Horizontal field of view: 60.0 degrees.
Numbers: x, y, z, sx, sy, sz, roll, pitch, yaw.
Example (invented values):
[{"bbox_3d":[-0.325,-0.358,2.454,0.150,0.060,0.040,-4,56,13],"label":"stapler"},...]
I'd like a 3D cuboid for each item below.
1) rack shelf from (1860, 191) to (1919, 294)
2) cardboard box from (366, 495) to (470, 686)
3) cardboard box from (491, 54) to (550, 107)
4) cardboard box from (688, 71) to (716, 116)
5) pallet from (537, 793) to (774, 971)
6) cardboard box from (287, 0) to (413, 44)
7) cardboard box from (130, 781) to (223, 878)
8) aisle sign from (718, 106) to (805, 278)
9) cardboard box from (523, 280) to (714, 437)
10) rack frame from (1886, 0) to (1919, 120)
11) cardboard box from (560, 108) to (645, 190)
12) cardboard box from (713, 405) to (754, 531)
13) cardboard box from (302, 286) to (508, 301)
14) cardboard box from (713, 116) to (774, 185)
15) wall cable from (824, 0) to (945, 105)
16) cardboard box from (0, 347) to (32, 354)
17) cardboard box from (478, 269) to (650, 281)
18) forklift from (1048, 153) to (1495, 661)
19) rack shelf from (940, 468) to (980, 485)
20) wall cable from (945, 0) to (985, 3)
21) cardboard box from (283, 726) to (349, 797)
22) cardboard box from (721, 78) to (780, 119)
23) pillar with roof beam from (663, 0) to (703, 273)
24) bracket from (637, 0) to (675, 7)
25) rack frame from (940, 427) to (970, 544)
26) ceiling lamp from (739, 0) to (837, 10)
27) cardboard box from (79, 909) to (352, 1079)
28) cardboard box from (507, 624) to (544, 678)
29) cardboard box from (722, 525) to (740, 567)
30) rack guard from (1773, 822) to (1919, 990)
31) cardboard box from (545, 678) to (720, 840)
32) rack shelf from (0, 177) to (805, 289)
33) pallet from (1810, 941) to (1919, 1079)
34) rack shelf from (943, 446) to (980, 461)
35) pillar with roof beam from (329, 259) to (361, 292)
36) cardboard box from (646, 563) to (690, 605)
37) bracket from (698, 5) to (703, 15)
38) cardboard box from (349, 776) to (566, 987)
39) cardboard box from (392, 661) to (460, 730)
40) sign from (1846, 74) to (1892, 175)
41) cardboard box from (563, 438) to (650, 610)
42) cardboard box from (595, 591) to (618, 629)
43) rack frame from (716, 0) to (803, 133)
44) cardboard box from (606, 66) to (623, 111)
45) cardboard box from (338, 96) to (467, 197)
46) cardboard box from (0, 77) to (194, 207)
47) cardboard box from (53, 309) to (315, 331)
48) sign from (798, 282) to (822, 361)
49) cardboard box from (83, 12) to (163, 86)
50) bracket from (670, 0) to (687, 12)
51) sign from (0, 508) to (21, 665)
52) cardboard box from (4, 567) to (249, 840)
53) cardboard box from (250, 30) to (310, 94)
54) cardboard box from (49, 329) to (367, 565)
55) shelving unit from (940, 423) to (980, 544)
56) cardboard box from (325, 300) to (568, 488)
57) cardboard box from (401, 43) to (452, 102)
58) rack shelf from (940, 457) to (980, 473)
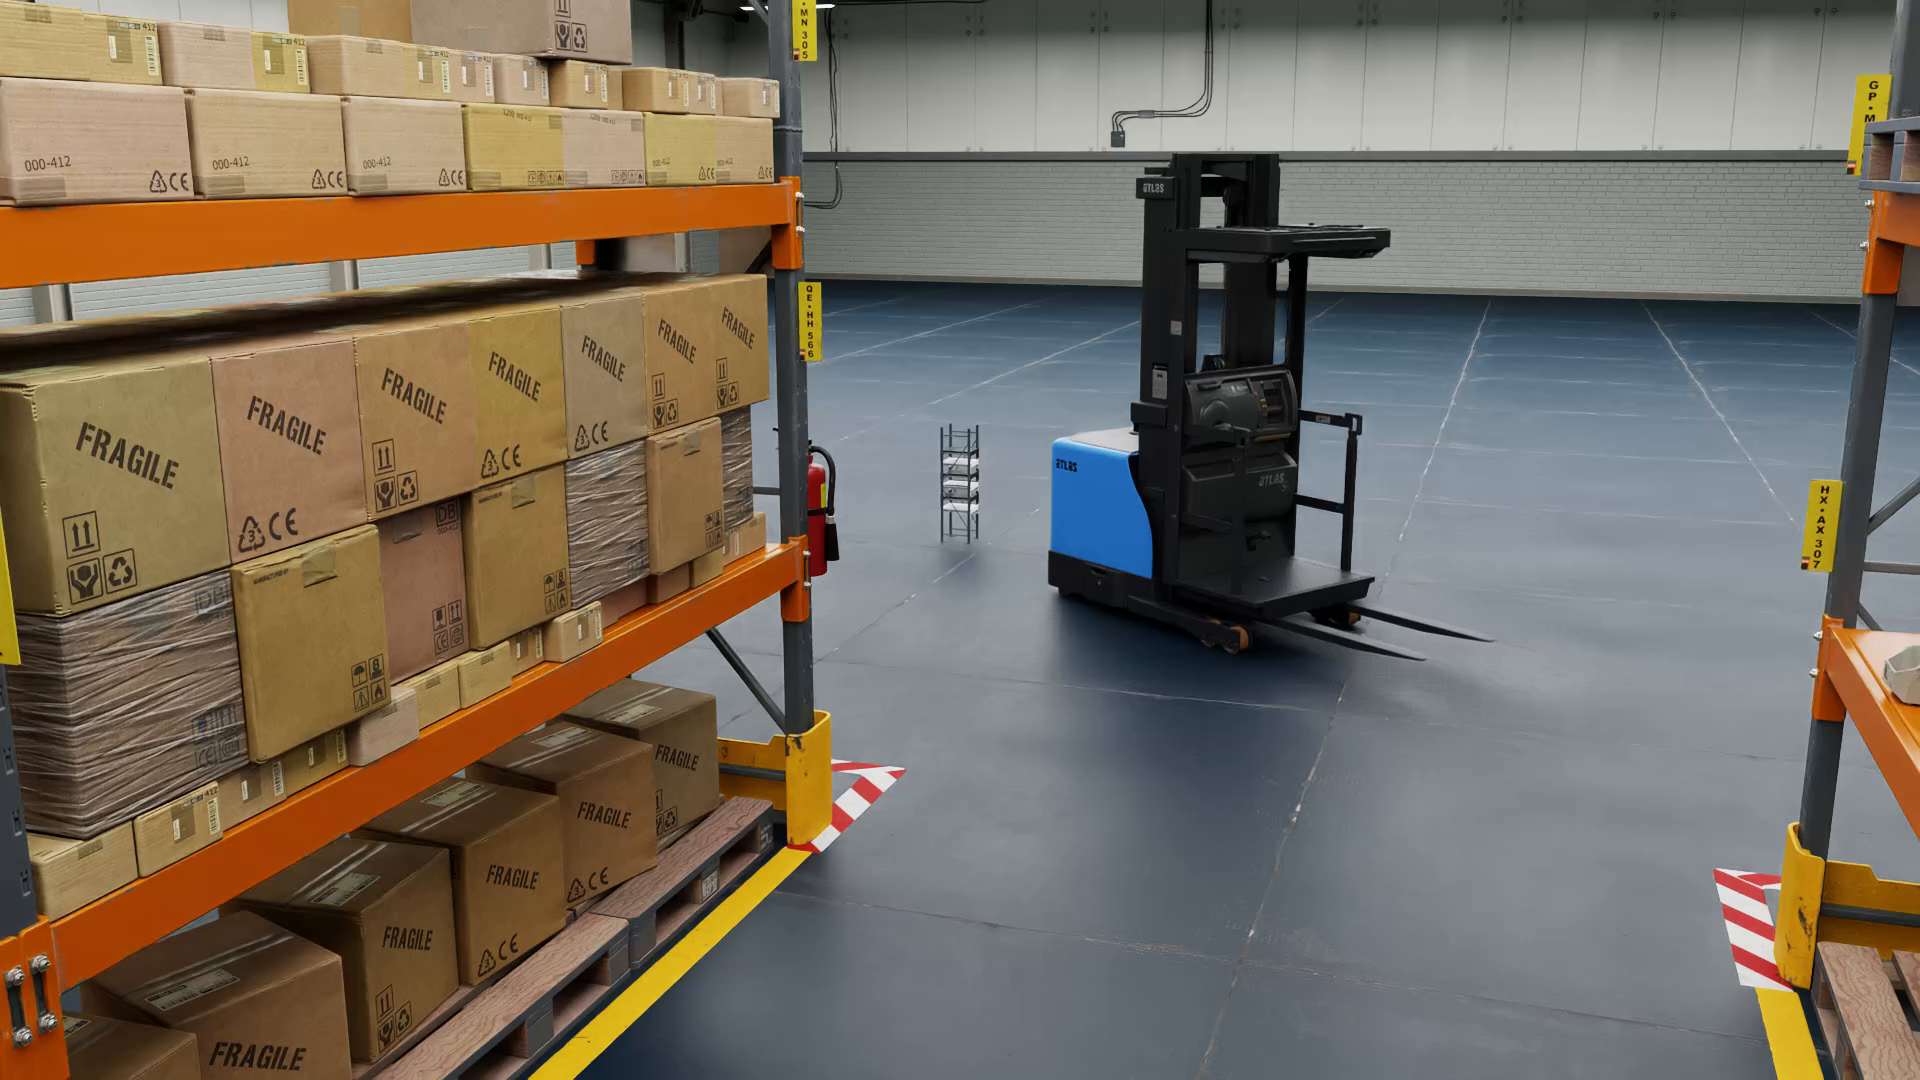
[{"bbox_3d":[2.900,-0.565,3.599,1.077,0.370,4.000,4,14,18],"label":"rack shelf"},{"bbox_3d":[-1.968,0.112,4.865,0.875,0.500,0.500,4,14,18],"label":"cardboard box"},{"bbox_3d":[-1.495,-1.406,5.108,0.380,0.149,0.250,4,13,16],"label":"cardboard box"},{"bbox_3d":[-1.114,-1.622,6.054,0.380,0.149,0.250,4,13,16],"label":"cardboard box"},{"bbox_3d":[-1.460,1.313,6.762,1.003,0.211,1.213,4,14,18],"label":"pallet"},{"bbox_3d":[-1.875,-1.838,5.543,0.500,0.500,0.500,4,14,18],"label":"cardboard box"},{"bbox_3d":[-1.986,0.658,3.929,0.380,0.149,0.250,4,14,18],"label":"cardboard box"},{"bbox_3d":[-0.836,-1.490,6.934,0.394,0.787,0.004,4,14,18],"label":"aisle sign"},{"bbox_3d":[-1.240,-0.673,6.057,0.500,0.500,0.500,4,14,18],"label":"cardboard box"},{"bbox_3d":[3.547,-2.800,5.031,1.000,3.000,0.127,4,14,18],"label":"rack frame"},{"bbox_3d":[-1.388,-1.288,5.487,0.500,0.250,0.500,5,14,20],"label":"cardboard box"},{"bbox_3d":[-1.343,-0.311,6.718,0.875,0.500,0.500,4,14,18],"label":"cardboard box"},{"bbox_3d":[-1.904,-0.606,5.763,0.500,0.500,0.500,4,14,18],"label":"cardboard box"},{"bbox_3d":[-1.055,-1.501,6.419,0.500,0.250,0.500,5,14,20],"label":"cardboard box"},{"bbox_3d":[-1.822,-11.740,39.829,3.097,2.526,0.112,4,14,18],"label":"wall cable"},{"bbox_3d":[-2.549,-0.185,3.917,0.500,0.500,0.500,4,14,18],"label":"cardboard box"},{"bbox_3d":[-1.575,-0.816,6.684,0.500,0.500,0.500,4,14,18],"label":"cardboard box"},{"bbox_3d":[1.887,-0.868,10.206,1.130,2.935,3.031,-9,16,-36],"label":"forklift"},{"bbox_3d":[-0.003,-0.492,12.868,0.258,0.077,0.200,4,14,18],"label":"rack shelf"},{"bbox_3d":[1.107,-13.734,38.346,3.097,2.526,0.112,4,14,18],"label":"wall cable"},{"bbox_3d":[-1.860,0.550,4.401,0.380,0.149,0.250,4,14,18],"label":"cardboard box"},{"bbox_3d":[-0.934,-1.734,6.545,0.380,0.149,0.250,4,14,18],"label":"cardboard box"},{"bbox_3d":[-2.512,-10.151,37.240,9.100,9.000,0.548,4,14,18],"label":"pillar with roof beam"},{"bbox_3d":[-7.218,-11.560,35.326,0.076,0.066,4.783,4,14,18],"label":"bracket"},{"bbox_3d":[-0.036,-0.416,12.787,0.240,0.900,0.006,4,14,18],"label":"rack frame"},{"bbox_3d":[-3.342,-12.151,32.886,2.000,3.185,0.800,4,14,18],"label":"ceiling lamp"},{"bbox_3d":[-2.088,1.422,4.689,0.500,0.500,0.500,10,16,36],"label":"cardboard box"},{"bbox_3d":[-1.569,0.337,5.335,0.380,0.149,0.250,4,14,18],"label":"cardboard box"},{"bbox_3d":[-1.118,0.019,6.730,0.380,0.149,0.250,4,14,18],"label":"cardboard box"},{"bbox_3d":[3.567,1.363,5.891,1.175,0.500,0.348,4,14,18],"label":"rack guard"},{"bbox_3d":[-1.357,0.913,6.921,0.500,0.500,0.500,7,15,29],"label":"cardboard box"},{"bbox_3d":[-1.787,-0.922,5.162,1.077,0.370,4.000,4,14,18],"label":"rack shelf"},{"bbox_3d":[3.299,1.675,5.176,1.003,0.211,1.213,4,14,18],"label":"pallet"},{"bbox_3d":[-0.003,-0.668,12.828,0.258,0.077,0.200,4,14,18],"label":"rack shelf"},{"bbox_3d":[-6.395,-7.624,26.170,9.100,9.000,0.400,4,14,18],"label":"pillar with roof beam"},{"bbox_3d":[-1.246,0.126,6.257,0.380,0.149,0.250,4,14,18],"label":"cardboard box"},{"bbox_3d":[-6.116,-12.278,38.468,0.235,0.232,0.430,4,14,18],"label":"bracket"},{"bbox_3d":[-1.739,1.172,5.787,0.500,0.500,0.500,6,14,24],"label":"cardboard box"},{"bbox_3d":[-1.698,0.445,4.863,0.380,0.149,0.250,4,14,18],"label":"cardboard box"},{"bbox_3d":[3.028,-1.382,5.541,0.100,0.325,0.005,4,14,18],"label":"sign"},{"bbox_3d":[-1.594,-0.095,5.771,0.875,0.500,0.500,4,14,18],"label":"cardboard box"},{"bbox_3d":[-1.425,0.230,5.802,0.380,0.149,0.250,4,14,18],"label":"cardboard box"},{"bbox_3d":[-1.140,-3.156,6.593,1.000,3.000,0.127,4,14,18],"label":"rack frame"},{"bbox_3d":[-1.371,-1.525,5.626,0.380,0.149,0.250,5,14,19],"label":"cardboard box"},{"bbox_3d":[-1.709,-1.070,4.532,0.500,0.250,0.500,4,13,16],"label":"cardboard box"},{"bbox_3d":[-2.046,-0.855,3.588,0.500,0.250,0.500,4,13,16],"label":"cardboard box"},{"bbox_3d":[-2.225,-0.396,4.840,0.500,0.500,0.500,4,14,18],"label":"cardboard box"},{"bbox_3d":[-0.621,-0.906,6.903,0.100,0.325,0.005,4,14,18],"label":"sign"},{"bbox_3d":[-2.015,-1.080,3.679,0.380,0.149,0.250,4,13,16],"label":"cardboard box"},{"bbox_3d":[-6.384,-12.103,37.703,0.235,0.232,0.430,4,14,18],"label":"bracket"},{"bbox_3d":[-1.907,0.086,3.270,0.100,0.325,0.005,4,14,18],"label":"sign"},{"bbox_3d":[-2.230,0.327,3.922,0.875,0.500,0.500,4,14,18],"label":"cardboard box"},{"bbox_3d":[-1.869,-1.190,4.163,0.380,0.149,0.250,5,14,20],"label":"cardboard box"},{"bbox_3d":[-1.887,-0.252,4.212,0.500,0.500,0.500,4,14,18],"label":"cardboard box"},{"bbox_3d":[-0.003,-0.437,12.880,0.258,0.900,0.210,4,14,18],"label":"shelving unit"},{"bbox_3d":[-1.574,-0.464,5.138,0.500,0.500,0.500,4,14,18],"label":"cardboard box"},{"bbox_3d":[-1.651,-1.296,4.627,0.380,0.149,0.250,4,13,17],"label":"cardboard box"},{"bbox_3d":[-0.003,-0.580,12.848,0.258,0.077,0.200,4,14,18],"label":"rack shelf"}]
